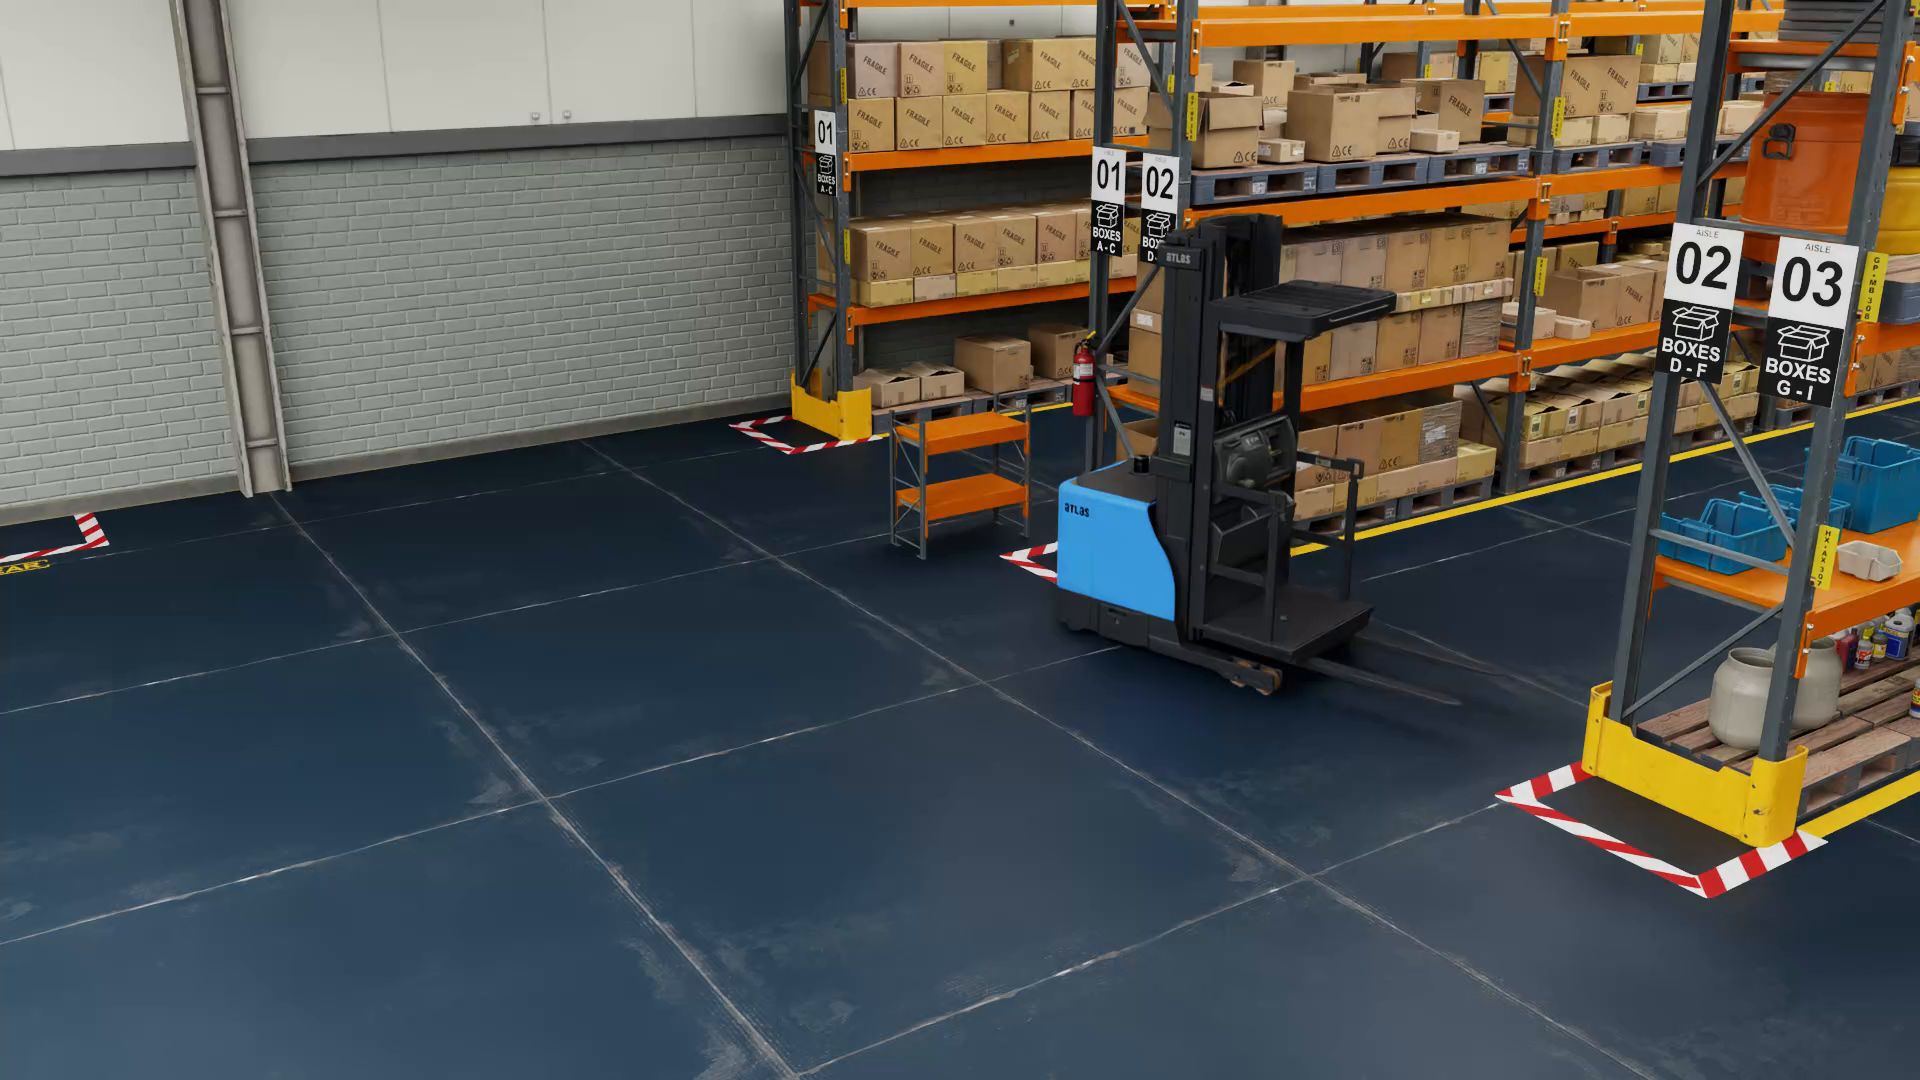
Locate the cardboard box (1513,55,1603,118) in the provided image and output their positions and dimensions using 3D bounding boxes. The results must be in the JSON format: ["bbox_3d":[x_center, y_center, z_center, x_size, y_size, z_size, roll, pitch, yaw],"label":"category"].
[{"bbox_3d":[5.209,-3.961,14.503,0.500,0.500,0.500,-12,22,-31],"label":"cardboard box"}]

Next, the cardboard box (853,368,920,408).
[{"bbox_3d":[-0.769,-1.611,17.339,0.500,0.311,0.500,-15,24,-37],"label":"cardboard box"}]

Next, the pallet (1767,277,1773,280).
[{"bbox_3d":[8.540,-2.711,17.380,1.003,0.211,1.213,-12,22,-31],"label":"pallet"}]

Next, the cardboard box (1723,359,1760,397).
[{"bbox_3d":[7.711,-1.668,16.756,0.500,0.311,0.500,-11,22,-30],"label":"cardboard box"}]

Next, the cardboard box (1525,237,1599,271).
[{"bbox_3d":[8.155,-3.724,22.777,0.750,0.750,0.750,-12,22,-31],"label":"cardboard box"}]

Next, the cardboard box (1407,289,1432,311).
[{"bbox_3d":[3.712,-2.030,13.896,0.250,0.149,0.380,-12,22,-32],"label":"cardboard box"}]

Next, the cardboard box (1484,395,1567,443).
[{"bbox_3d":[5.154,-1.127,15.158,0.500,0.311,0.500,-12,22,-31],"label":"cardboard box"}]

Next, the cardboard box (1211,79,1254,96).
[{"bbox_3d":[2.960,-5.045,18.783,0.500,0.311,0.500,-11,22,-30],"label":"cardboard box"}]

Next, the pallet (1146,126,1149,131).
[{"bbox_3d":[2.519,-4.696,18.561,1.003,0.211,1.213,-12,22,-31],"label":"pallet"}]

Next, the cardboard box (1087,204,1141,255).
[{"bbox_3d":[1.720,-3.411,18.183,0.500,0.500,0.500,-12,22,-32],"label":"cardboard box"}]

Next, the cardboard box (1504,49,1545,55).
[{"bbox_3d":[7.401,-6.128,21.662,0.500,0.500,0.700,-12,22,-32],"label":"cardboard box"}]

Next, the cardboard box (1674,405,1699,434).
[{"bbox_3d":[6.857,-1.223,16.315,0.500,0.250,0.500,-11,22,-30],"label":"cardboard box"}]

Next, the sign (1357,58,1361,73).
[{"bbox_3d":[4.987,-5.841,20.725,0.005,0.325,0.100,-12,22,-31],"label":"sign"}]

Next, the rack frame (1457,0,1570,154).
[{"bbox_3d":[4.672,-4.801,13.895,0.127,3.000,1.000,-12,22,-31],"label":"rack frame"}]

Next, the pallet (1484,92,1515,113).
[{"bbox_3d":[6.726,-5.645,21.370,1.213,0.211,1.003,-11,21,-29],"label":"pallet"}]

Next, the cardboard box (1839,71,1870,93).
[{"bbox_3d":[8.807,-4.771,16.772,0.500,0.500,0.500,-12,22,-31],"label":"cardboard box"}]

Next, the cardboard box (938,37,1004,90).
[{"bbox_3d":[0.118,-4.943,17.250,0.500,0.500,0.500,-12,22,-31],"label":"cardboard box"}]

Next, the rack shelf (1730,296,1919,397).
[{"bbox_3d":[5.723,-1.361,9.528,4.000,0.370,1.077,-12,22,-31],"label":"rack shelf"}]

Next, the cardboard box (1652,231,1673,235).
[{"bbox_3d":[10.374,-4.421,24.372,0.250,0.149,0.380,-12,22,-31],"label":"cardboard box"}]

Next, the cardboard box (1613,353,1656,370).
[{"bbox_3d":[6.980,-1.717,16.903,0.500,0.311,0.500,-13,22,-33],"label":"cardboard box"}]

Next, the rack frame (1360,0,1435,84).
[{"bbox_3d":[5.285,-6.830,19.897,0.127,3.000,1.000,-12,22,-31],"label":"rack frame"}]

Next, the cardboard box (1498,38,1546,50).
[{"bbox_3d":[7.366,-6.503,21.601,0.500,0.250,0.500,-13,22,-33],"label":"cardboard box"}]

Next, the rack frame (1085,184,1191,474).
[{"bbox_3d":[1.332,-1.255,12.772,0.127,3.000,1.000,-12,22,-31],"label":"rack frame"}]

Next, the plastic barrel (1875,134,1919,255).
[{"bbox_3d":[4.935,-1.873,8.968,0.600,0.588,0.600,0,19,0],"label":"plastic barrel"}]

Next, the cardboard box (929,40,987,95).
[{"bbox_3d":[-0.072,-4.701,16.536,0.500,0.500,0.500,-11,22,-30],"label":"cardboard box"}]

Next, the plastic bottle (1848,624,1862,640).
[{"bbox_3d":[5.687,0.651,10.703,0.135,0.276,0.152,-13,22,-33],"label":"plastic bottle"}]

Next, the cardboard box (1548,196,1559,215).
[{"bbox_3d":[7.534,-4.563,21.906,0.500,0.500,0.500,-12,22,-31],"label":"cardboard box"}]

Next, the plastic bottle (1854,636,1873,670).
[{"bbox_3d":[5.771,0.716,10.626,0.097,0.201,0.097,0,19,0],"label":"plastic bottle"}]

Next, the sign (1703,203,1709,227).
[{"bbox_3d":[7.707,-3.318,17.192,0.005,0.325,0.100,-12,22,-31],"label":"sign"}]

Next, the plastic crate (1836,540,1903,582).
[{"bbox_3d":[4.977,0.124,9.105,0.250,0.136,0.298,-12,22,-31],"label":"plastic crate"}]

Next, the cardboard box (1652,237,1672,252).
[{"bbox_3d":[10.129,-4.222,23.786,0.250,0.149,0.380,-13,22,-33],"label":"cardboard box"}]

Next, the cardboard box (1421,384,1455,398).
[{"bbox_3d":[4.113,-1.213,15.115,0.500,0.500,0.500,-12,22,-31],"label":"cardboard box"}]

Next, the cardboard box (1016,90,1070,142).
[{"bbox_3d":[0.788,-4.413,17.243,0.500,0.500,0.500,-13,23,-33],"label":"cardboard box"}]

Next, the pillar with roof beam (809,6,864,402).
[{"bbox_3d":[1.081,-4.624,13.372,0.400,9.000,9.100,-12,22,-31],"label":"pillar with roof beam"}]

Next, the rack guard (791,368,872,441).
[{"bbox_3d":[-1.333,-1.408,17.129,0.348,0.500,1.175,-12,22,-31],"label":"rack guard"}]

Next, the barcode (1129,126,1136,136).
[{"bbox_3d":[1.318,-3.133,12.738,0.075,0.075,0.001,-12,22,-31],"label":"barcode"}]

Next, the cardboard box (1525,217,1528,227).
[{"bbox_3d":[7.414,-4.236,21.951,0.250,0.149,0.380,-13,22,-33],"label":"cardboard box"}]

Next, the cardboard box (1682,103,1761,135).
[{"bbox_3d":[7.237,-4.020,15.848,0.500,0.250,0.500,-11,22,-30],"label":"cardboard box"}]

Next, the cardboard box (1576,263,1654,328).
[{"bbox_3d":[6.181,-2.318,15.763,0.500,0.500,0.500,-12,22,-31],"label":"cardboard box"}]

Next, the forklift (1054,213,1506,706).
[{"bbox_3d":[2.111,-0.575,10.870,3.031,2.935,1.130,16,24,39],"label":"forklift"}]

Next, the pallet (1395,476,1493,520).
[{"bbox_3d":[3.985,-0.509,14.922,1.213,0.211,1.003,-12,22,-31],"label":"pallet"}]

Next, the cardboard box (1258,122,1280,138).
[{"bbox_3d":[2.148,-3.143,13.035,0.500,0.250,0.500,-12,22,-31],"label":"cardboard box"}]

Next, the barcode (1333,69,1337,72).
[{"bbox_3d":[4.635,-5.780,20.539,0.075,0.075,0.001,-12,22,-31],"label":"barcode"}]

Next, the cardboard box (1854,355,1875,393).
[{"bbox_3d":[9.406,-1.872,17.816,0.500,0.500,0.500,-12,22,-32],"label":"cardboard box"}]

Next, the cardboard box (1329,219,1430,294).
[{"bbox_3d":[3.465,-2.364,13.872,0.500,0.500,0.700,-12,22,-31],"label":"cardboard box"}]

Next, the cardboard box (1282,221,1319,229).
[{"bbox_3d":[3.870,-3.933,19.852,0.500,0.500,0.700,-12,22,-31],"label":"cardboard box"}]

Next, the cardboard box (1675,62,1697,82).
[{"bbox_3d":[9.782,-6.426,22.808,0.500,0.250,0.500,-12,22,-33],"label":"cardboard box"}]

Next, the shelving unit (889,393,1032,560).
[{"bbox_3d":[0.006,-0.534,13.568,1.048,1.125,0.538,-12,22,-31],"label":"shelving unit"}]

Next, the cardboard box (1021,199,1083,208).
[{"bbox_3d":[1.003,-3.460,18.328,0.500,0.500,0.500,-12,22,-32],"label":"cardboard box"}]

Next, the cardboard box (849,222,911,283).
[{"bbox_3d":[-0.832,-2.876,16.601,0.500,0.500,0.500,-12,22,-31],"label":"cardboard box"}]

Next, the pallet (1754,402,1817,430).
[{"bbox_3d":[8.657,-1.464,17.746,1.213,0.211,1.003,-12,22,-31],"label":"pallet"}]

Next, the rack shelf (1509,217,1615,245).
[{"bbox_3d":[6.956,-4.000,22.015,4.000,0.370,1.077,-12,22,-31],"label":"rack shelf"}]

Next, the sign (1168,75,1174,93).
[{"bbox_3d":[2.249,-4.806,17.785,0.005,0.325,0.100,-12,22,-31],"label":"sign"}]

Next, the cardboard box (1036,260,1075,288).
[{"bbox_3d":[0.884,-2.879,17.780,0.500,0.250,0.500,-12,22,-32],"label":"cardboard box"}]

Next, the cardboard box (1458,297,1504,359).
[{"bbox_3d":[4.305,-1.927,14.604,0.500,0.500,0.700,-13,22,-33],"label":"cardboard box"}]

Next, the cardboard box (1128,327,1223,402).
[{"bbox_3d":[1.728,-1.381,12.989,0.500,0.500,0.700,-12,22,-31],"label":"cardboard box"}]

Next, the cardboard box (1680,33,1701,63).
[{"bbox_3d":[9.802,-6.787,22.704,0.500,0.500,0.500,-12,22,-33],"label":"cardboard box"}]

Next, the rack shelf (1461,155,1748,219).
[{"bbox_3d":[6.343,-3.392,15.533,4.000,0.370,1.077,-12,22,-31],"label":"rack shelf"}]
